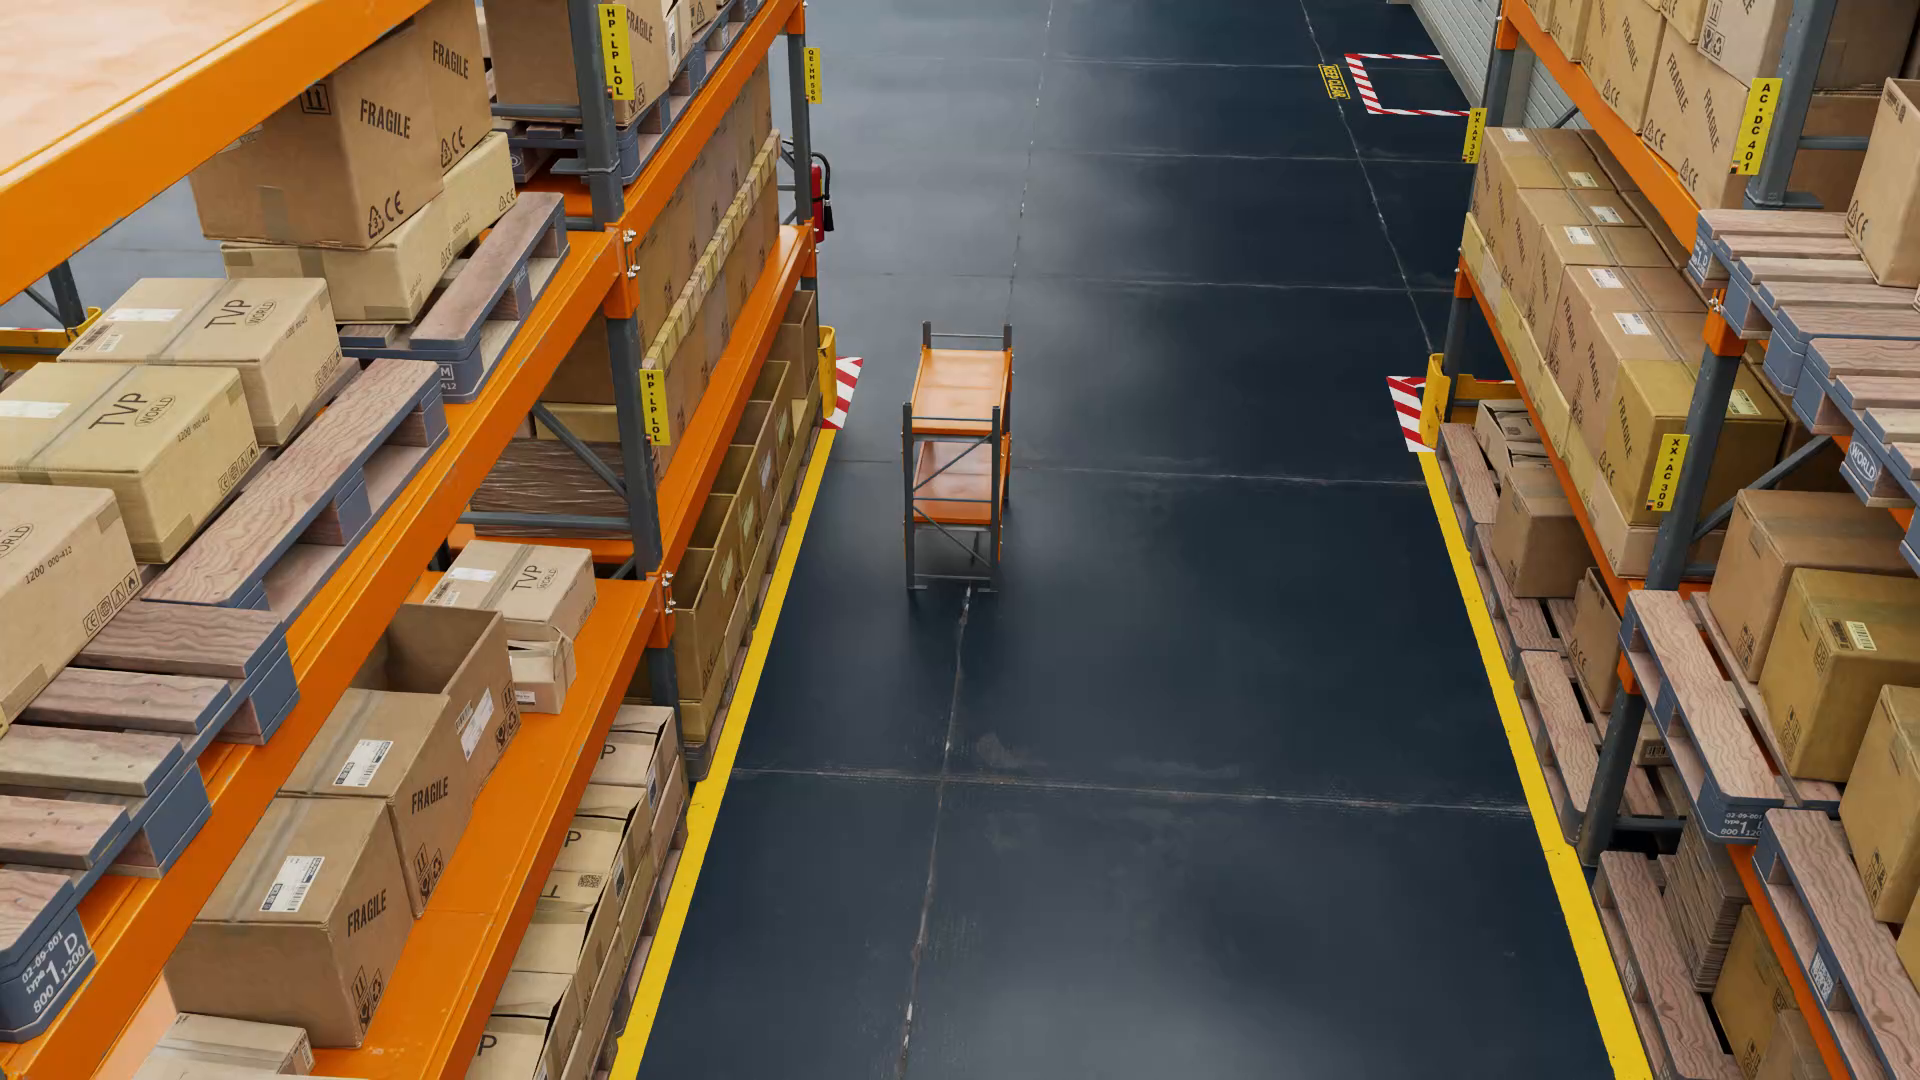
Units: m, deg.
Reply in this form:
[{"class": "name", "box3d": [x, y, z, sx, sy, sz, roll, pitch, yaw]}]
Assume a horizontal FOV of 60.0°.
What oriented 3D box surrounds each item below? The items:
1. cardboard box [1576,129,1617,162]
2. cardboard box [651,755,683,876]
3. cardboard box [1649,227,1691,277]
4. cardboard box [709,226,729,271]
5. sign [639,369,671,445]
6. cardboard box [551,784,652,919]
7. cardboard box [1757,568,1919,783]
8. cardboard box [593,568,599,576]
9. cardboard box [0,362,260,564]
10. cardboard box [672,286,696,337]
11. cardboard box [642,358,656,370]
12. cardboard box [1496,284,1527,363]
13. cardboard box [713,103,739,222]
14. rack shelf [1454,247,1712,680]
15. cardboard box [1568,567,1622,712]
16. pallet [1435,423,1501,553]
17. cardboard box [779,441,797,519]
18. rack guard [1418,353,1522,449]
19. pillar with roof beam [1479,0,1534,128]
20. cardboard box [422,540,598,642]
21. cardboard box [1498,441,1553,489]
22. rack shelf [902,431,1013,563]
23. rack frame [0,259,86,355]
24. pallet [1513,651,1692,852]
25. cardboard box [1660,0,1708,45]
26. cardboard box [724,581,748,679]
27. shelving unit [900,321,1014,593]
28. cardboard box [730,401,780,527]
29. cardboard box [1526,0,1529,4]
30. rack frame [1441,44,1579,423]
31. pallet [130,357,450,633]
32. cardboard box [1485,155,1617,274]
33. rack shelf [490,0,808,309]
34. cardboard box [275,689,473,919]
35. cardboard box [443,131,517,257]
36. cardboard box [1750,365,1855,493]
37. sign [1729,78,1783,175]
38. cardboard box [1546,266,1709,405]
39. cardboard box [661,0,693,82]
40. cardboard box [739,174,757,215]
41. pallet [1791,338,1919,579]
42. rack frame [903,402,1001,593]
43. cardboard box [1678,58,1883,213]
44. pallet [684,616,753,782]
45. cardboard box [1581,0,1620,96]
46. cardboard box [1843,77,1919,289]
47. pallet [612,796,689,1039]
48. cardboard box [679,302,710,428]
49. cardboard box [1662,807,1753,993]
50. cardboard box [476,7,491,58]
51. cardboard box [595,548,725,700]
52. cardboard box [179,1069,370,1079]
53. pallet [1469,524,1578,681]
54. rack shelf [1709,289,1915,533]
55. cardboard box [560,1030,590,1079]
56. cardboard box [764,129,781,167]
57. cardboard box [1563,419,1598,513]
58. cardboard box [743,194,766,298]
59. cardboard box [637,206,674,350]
[{"class": "cardboard box", "box3d": [3.704, -1.964, 9.267, 0.500, 0.500, 0.500, 2, 32, 3]}, {"class": "cardboard box", "box3d": [-1.478, 1.148, 7.030, 0.500, 0.250, 0.500, 2, 32, 4]}, {"class": "cardboard box", "box3d": [3.574, -1.167, 7.974, 0.500, 0.500, 0.500, 3, 32, 5]}, {"class": "cardboard box", "box3d": [-1.373, -1.465, 8.334, 0.380, 0.149, 0.250, 2, 32, 3]}, {"class": "sign", "box3d": [-1.191, -0.515, 6.478, 0.100, 0.325, 0.005, 2, 32, 4]}, {"class": "cardboard box", "box3d": [-1.516, 1.176, 6.449, 0.500, 0.311, 0.500, 3, 32, 5]}, {"class": "cardboard box", "box3d": [3.076, 0.463, 5.405, 0.700, 0.500, 0.500, 6, 32, 9]}, {"class": "cardboard box", "box3d": [-1.861, 0.086, 8.037, 0.500, 0.500, 0.500, 2, 32, 4]}, {"class": "cardboard box", "box3d": [-1.995, -0.187, 3.858, 0.500, 0.250, 0.500, 2, 32, 3]}, {"class": "cardboard box", "box3d": [-1.436, -1.059, 7.675, 0.380, 0.149, 0.250, 1, 32, 2]}, {"class": "cardboard box", "box3d": [-1.498, -0.656, 7.022, 0.380, 0.149, 0.250, 3, 32, 5]}, {"class": "cardboard box", "box3d": [3.099, -1.120, 8.613, 0.500, 0.250, 0.500, 2, 32, 3]}, {"class": "cardboard box", "box3d": [-1.540, -1.950, 8.503, 0.700, 0.500, 0.500, 3, 32, 4]}, {"class": "rack shelf", "box3d": [3.367, -0.603, 8.336, 1.077, 0.370, 4.000, 2, 32, 4]}, {"class": "cardboard box", "box3d": [3.249, 0.469, 7.874, 0.500, 0.500, 0.500, 0, 32, 0]}, {"class": "pallet", "box3d": [3.423, -0.305, 9.824, 1.003, 0.211, 1.213, 2, 32, 4]}, {"class": "cardboard box", "box3d": [-1.224, -0.357, 9.471, 0.500, 0.250, 0.500, 2, 32, 4]}, {"class": "rack guard", "box3d": [3.524, -0.852, 10.436, 1.175, 0.500, 0.348, 2, 32, 4]}, {"class": "pillar with roof beam", "box3d": [0.533, -7.428, 13.006, 9.100, 9.000, 0.400, 2, 32, 4]}, {"class": "cardboard box", "box3d": [-1.729, 0.250, 6.409, 0.500, 0.250, 0.500, 4, 32, 7]}, {"class": "cardboard box", "box3d": [3.338, -0.342, 9.370, 0.500, 0.311, 0.500, 5, 32, 8]}, {"class": "rack shelf", "box3d": [-0.001, -0.267, 9.358, 0.538, 0.278, 1.000, 2, 32, 4]}, {"class": "rack frame", "box3d": [-6.344, -2.379, 10.531, 1.000, 3.000, 0.127, 2, 32, 4]}, {"class": "pallet", "box3d": [3.224, 0.971, 7.754, 1.003, 0.211, 1.213, 2, 32, 4]}, {"class": "cardboard box", "box3d": [3.009, -2.180, 6.282, 0.500, 0.500, 0.500, 4, 32, 7]}, {"class": "cardboard box", "box3d": [-1.347, 0.428, 8.198, 0.500, 0.250, 0.500, 2, 32, 4]}, {"class": "shelving unit", "box3d": [-0.001, -0.475, 9.229, 0.538, 1.125, 1.048, 2, 32, 4]}, {"class": "cardboard box", "box3d": [-1.263, -0.414, 8.850, 0.500, 0.500, 0.500, 2, 32, 4]}, {"class": "cardboard box", "box3d": [3.254, -3.119, 8.759, 0.500, 0.500, 0.500, 3, 32, 5]}, {"class": "rack frame", "box3d": [3.530, -1.955, 9.844, 1.000, 3.000, 0.127, 2, 32, 4]}, {"class": "pallet", "box3d": [-2.004, -0.122, 4.190, 1.003, 0.211, 1.213, 4, 32, 6]}, {"class": "cardboard box", "box3d": [3.142, -1.725, 8.879, 0.500, 0.500, 0.500, 3, 32, 4]}, {"class": "rack shelf", "box3d": [-1.570, -2.090, 7.889, 1.077, 0.370, 4.000, 2, 32, 4]}, {"class": "cardboard box", "box3d": [-1.895, 0.822, 5.242, 0.500, 0.500, 0.500, 3, 32, 4]}, {"class": "cardboard box", "box3d": [-1.793, -1.144, 5.410, 0.500, 0.250, 0.500, 6, 32, 9]}, {"class": "cardboard box", "box3d": [3.451, -0.365, 6.672, 0.500, 0.500, 0.500, 2, 32, 3]}, {"class": "sign", "box3d": [2.663, -1.380, 5.559, 0.100, 0.325, 0.005, 2, 32, 4]}, {"class": "cardboard box", "box3d": [3.022, -0.912, 7.561, 0.500, 0.500, 0.500, 2, 32, 3]}, {"class": "cardboard box", "box3d": [-1.385, -2.085, 6.747, 0.500, 0.311, 0.500, 1, 32, 1]}, {"class": "cardboard box", "box3d": [-1.312, -1.874, 8.998, 0.380, 0.149, 0.250, 3, 32, 5]}, {"class": "pallet", "box3d": [2.967, -0.200, 4.316, 1.213, 0.211, 1.003, 2, 32, 4]}, {"class": "rack frame", "box3d": [-0.042, -0.210, 8.798, 0.500, 1.125, 0.032, 2, 32, 4]}, {"class": "cardboard box", "box3d": [3.000, -1.468, 6.080, 0.500, 0.500, 0.500, 3, 32, 5]}, {"class": "pallet", "box3d": [-1.626, 0.700, 8.194, 1.003, 0.211, 1.213, 2, 32, 4]}, {"class": "cardboard box", "box3d": [3.114, -2.287, 7.409, 0.500, 0.500, 0.500, 4, 32, 7]}, {"class": "cardboard box", "box3d": [3.080, -1.080, 5.068, 0.500, 0.500, 0.500, 7, 32, 11]}, {"class": "pallet", "box3d": [-1.754, 1.501, 6.894, 1.003, 0.211, 1.213, 2, 32, 4]}, {"class": "cardboard box", "box3d": [-1.622, -0.887, 8.015, 0.700, 0.500, 0.500, 3, 32, 5]}, {"class": "cardboard box", "box3d": [3.161, 1.399, 6.365, 0.700, 0.500, 0.500, 3, 32, 6]}, {"class": "cardboard box", "box3d": [-1.907, -2.124, 6.965, 0.380, 0.149, 0.250, 2, 32, 4]}, {"class": "cardboard box", "box3d": [-1.383, 0.370, 7.577, 0.500, 0.500, 0.500, 2, 32, 4]}, {"class": "cardboard box", "box3d": [-1.793, 1.597, 4.165, 0.500, 0.311, 0.500, 2, 32, 3]}, {"class": "pallet", "box3d": [3.321, 0.331, 8.792, 1.003, 0.211, 1.213, 2, 32, 4]}, {"class": "rack shelf", "box3d": [3.042, 0.211, 4.155, 1.077, 0.370, 4.000, 2, 32, 4]}, {"class": "cardboard box", "box3d": [-1.605, 1.946, 5.735, 0.500, 0.250, 0.500, 3, 32, 5]}, {"class": "cardboard box", "box3d": [-1.248, -2.276, 9.651, 0.380, 0.149, 0.250, 2, 32, 3]}, {"class": "cardboard box", "box3d": [2.990, -0.329, 7.329, 0.500, 0.250, 0.500, 3, 32, 4]}, {"class": "cardboard box", "box3d": [-1.496, -1.689, 9.317, 0.700, 0.500, 0.500, 3, 32, 5]}, {"class": "cardboard box", "box3d": [-1.663, -1.165, 7.230, 0.700, 0.500, 0.500, 2, 32, 4]}]
